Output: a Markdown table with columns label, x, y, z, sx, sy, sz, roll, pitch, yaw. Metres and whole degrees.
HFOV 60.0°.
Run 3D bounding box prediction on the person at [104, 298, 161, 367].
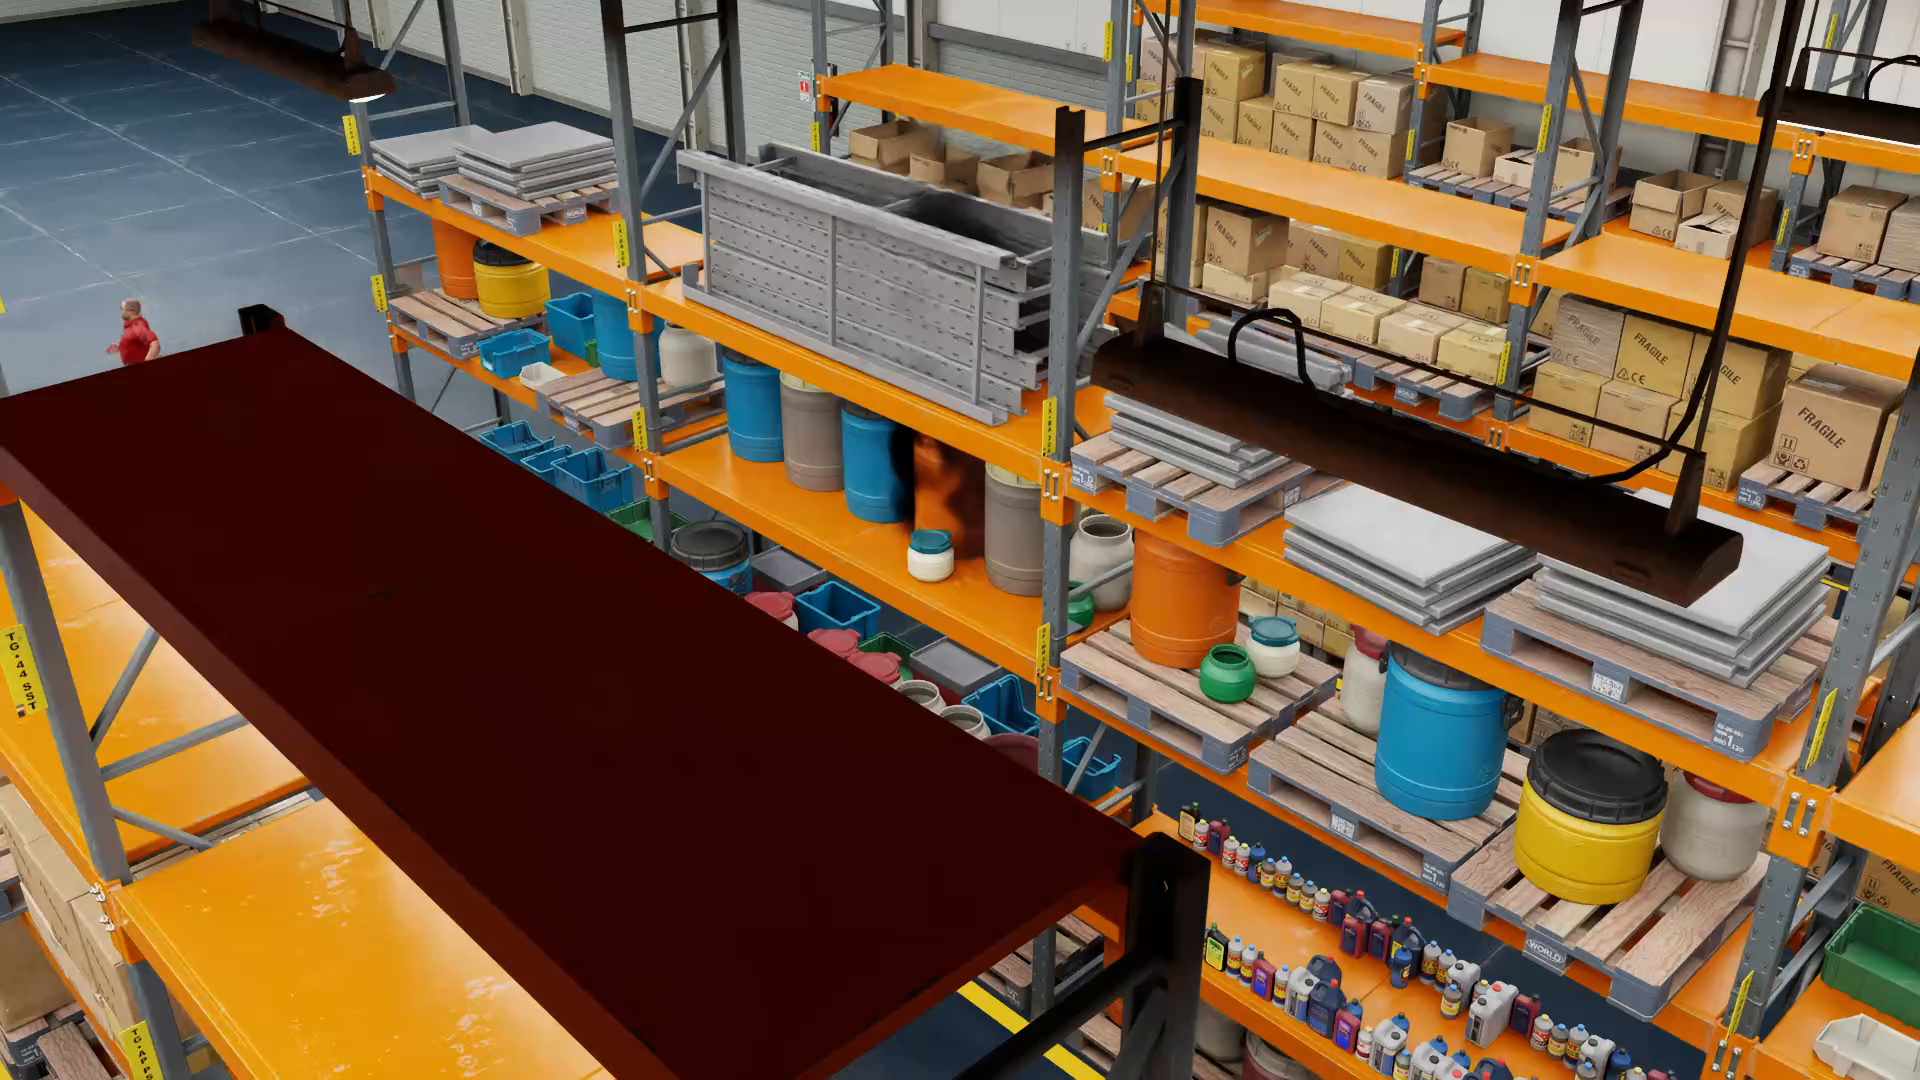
| label | x | y | z | sx | sy | sz | roll | pitch | yaw |
| --- | --- | --- | --- | --- | --- | --- | --- | --- | --- |
| person | -9.091 | -1.857 | 18.495 | 1.032 | 1.714 | 0.675 | -8 | 29 | -15 |
